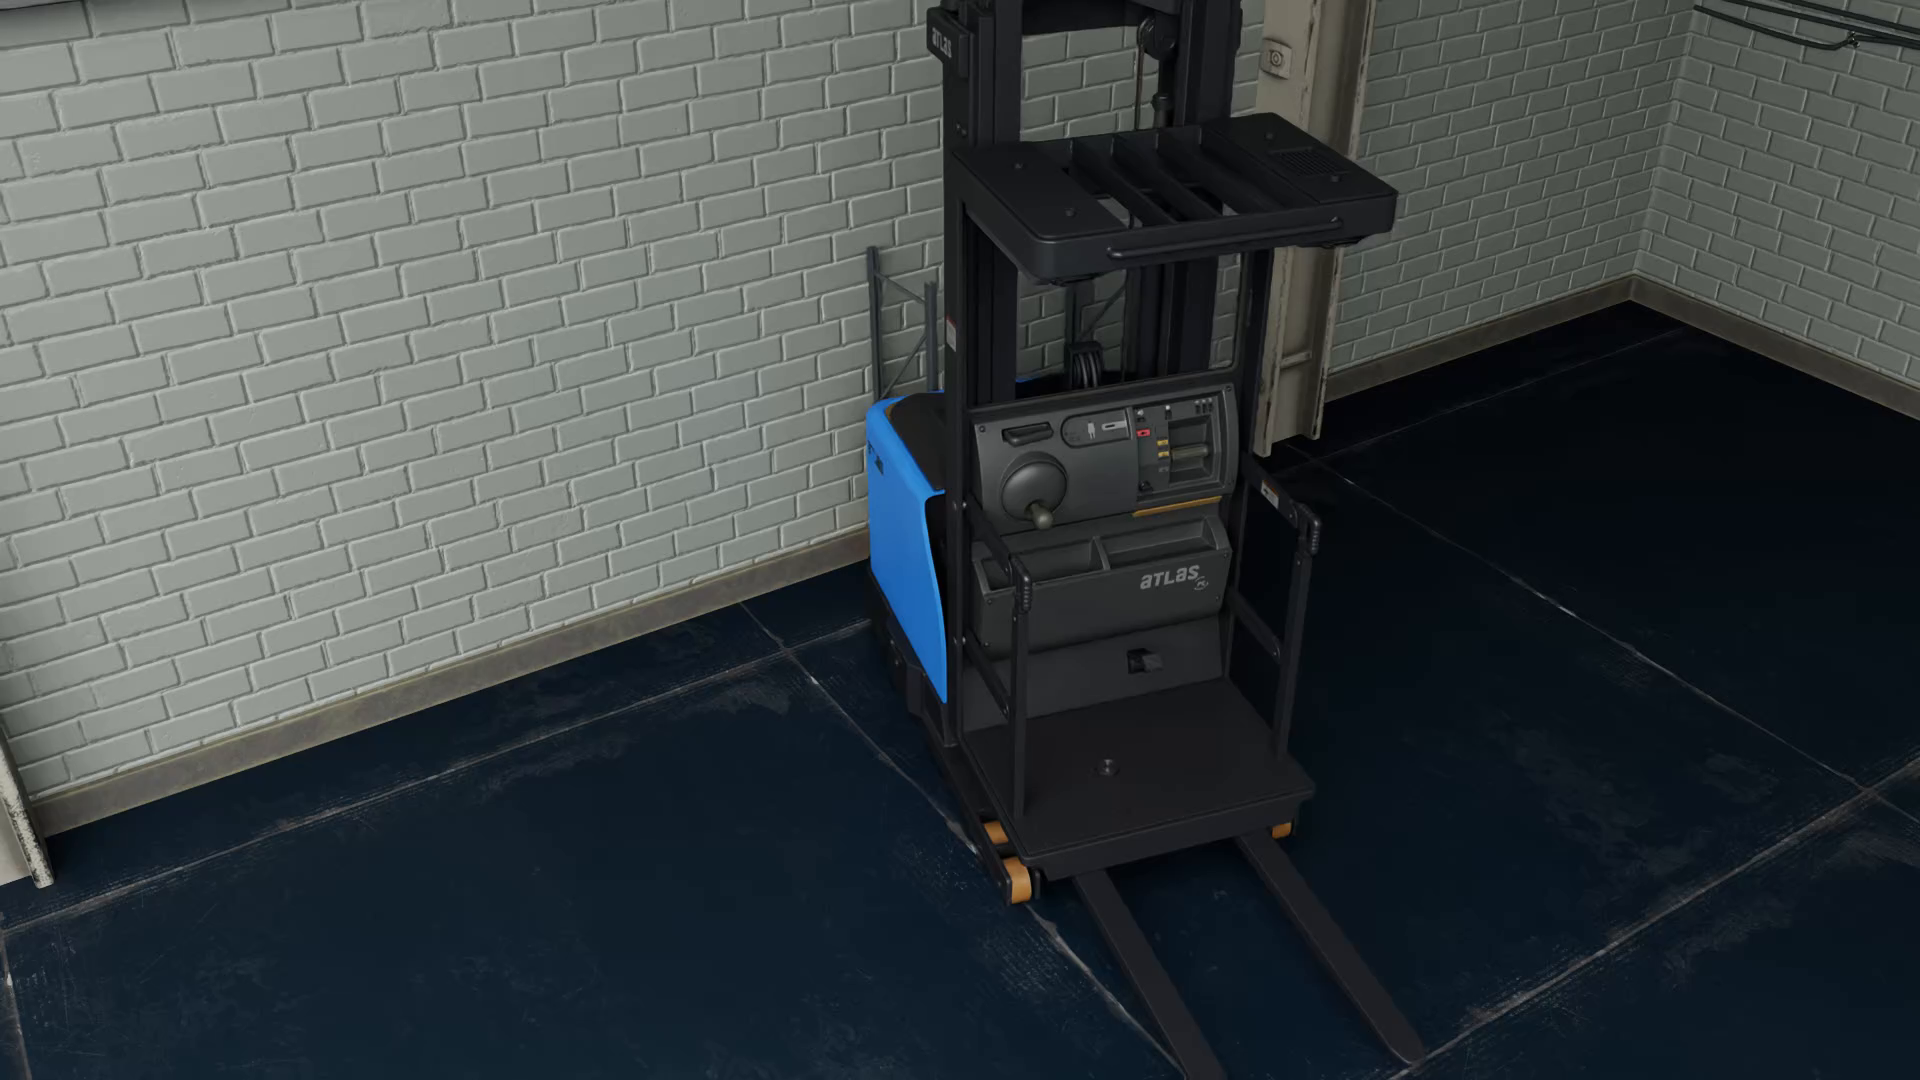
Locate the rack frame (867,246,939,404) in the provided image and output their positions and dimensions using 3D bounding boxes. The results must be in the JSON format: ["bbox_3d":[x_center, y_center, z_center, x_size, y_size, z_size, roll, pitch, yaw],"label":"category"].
[{"bbox_3d":[-0.227,-0.460,7.052,0.032,1.500,0.500,-19,35,-27],"label":"rack frame"}]

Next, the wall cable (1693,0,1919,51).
[{"bbox_3d":[4.808,-3.294,7.447,0.112,2.526,3.097,-19,37,-27],"label":"wall cable"}]

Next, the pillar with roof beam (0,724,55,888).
[{"bbox_3d":[-1.095,-0.683,0.399,0.400,9.000,9.100,-19,37,-27],"label":"pillar with roof beam"}]

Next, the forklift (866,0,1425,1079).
[{"bbox_3d":[0.568,-0.227,5.362,1.130,2.935,3.031,-10,34,-16],"label":"forklift"}]

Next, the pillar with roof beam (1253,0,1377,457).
[{"bbox_3d":[3.948,-2.418,3.148,0.400,9.000,9.100,-19,37,-27],"label":"pillar with roof beam"}]

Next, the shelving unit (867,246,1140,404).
[{"bbox_3d":[0.195,-0.602,7.277,1.083,1.500,0.587,-19,35,-27],"label":"shelving unit"}]

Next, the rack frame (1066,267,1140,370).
[{"bbox_3d":[0.633,-0.749,7.510,0.032,1.500,0.500,-19,35,-27],"label":"rack frame"}]
